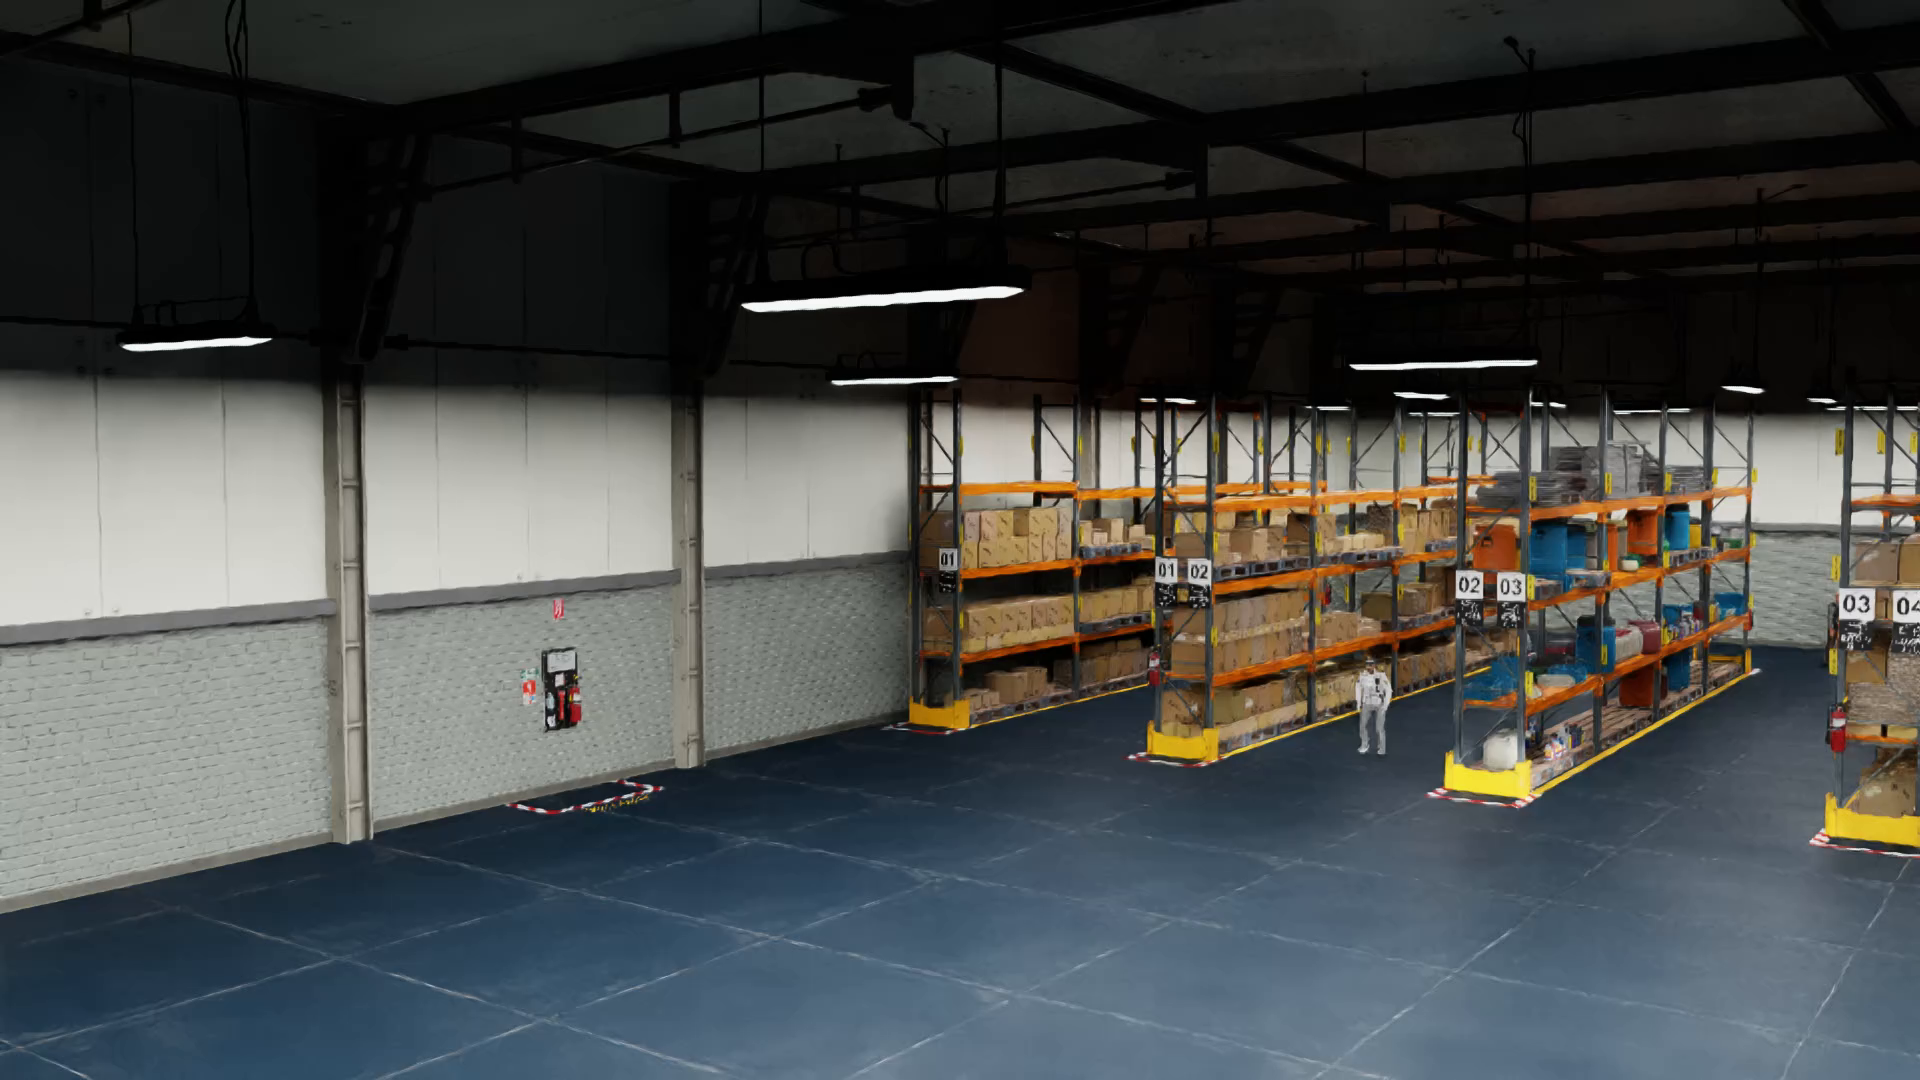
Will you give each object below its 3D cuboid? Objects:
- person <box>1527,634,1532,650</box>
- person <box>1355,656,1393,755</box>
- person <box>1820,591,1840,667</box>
[{"bbox_3d":[13.688,1.864,40.663,0.600,1.645,0.538,0,3,4],"label":"person"},{"bbox_3d":[6.676,2.662,26.876,0.639,1.632,0.506,2,4,34],"label":"person"},{"bbox_3d":[19.780,2.004,37.378,0.737,1.712,0.565,-1,3,-17],"label":"person"}]
